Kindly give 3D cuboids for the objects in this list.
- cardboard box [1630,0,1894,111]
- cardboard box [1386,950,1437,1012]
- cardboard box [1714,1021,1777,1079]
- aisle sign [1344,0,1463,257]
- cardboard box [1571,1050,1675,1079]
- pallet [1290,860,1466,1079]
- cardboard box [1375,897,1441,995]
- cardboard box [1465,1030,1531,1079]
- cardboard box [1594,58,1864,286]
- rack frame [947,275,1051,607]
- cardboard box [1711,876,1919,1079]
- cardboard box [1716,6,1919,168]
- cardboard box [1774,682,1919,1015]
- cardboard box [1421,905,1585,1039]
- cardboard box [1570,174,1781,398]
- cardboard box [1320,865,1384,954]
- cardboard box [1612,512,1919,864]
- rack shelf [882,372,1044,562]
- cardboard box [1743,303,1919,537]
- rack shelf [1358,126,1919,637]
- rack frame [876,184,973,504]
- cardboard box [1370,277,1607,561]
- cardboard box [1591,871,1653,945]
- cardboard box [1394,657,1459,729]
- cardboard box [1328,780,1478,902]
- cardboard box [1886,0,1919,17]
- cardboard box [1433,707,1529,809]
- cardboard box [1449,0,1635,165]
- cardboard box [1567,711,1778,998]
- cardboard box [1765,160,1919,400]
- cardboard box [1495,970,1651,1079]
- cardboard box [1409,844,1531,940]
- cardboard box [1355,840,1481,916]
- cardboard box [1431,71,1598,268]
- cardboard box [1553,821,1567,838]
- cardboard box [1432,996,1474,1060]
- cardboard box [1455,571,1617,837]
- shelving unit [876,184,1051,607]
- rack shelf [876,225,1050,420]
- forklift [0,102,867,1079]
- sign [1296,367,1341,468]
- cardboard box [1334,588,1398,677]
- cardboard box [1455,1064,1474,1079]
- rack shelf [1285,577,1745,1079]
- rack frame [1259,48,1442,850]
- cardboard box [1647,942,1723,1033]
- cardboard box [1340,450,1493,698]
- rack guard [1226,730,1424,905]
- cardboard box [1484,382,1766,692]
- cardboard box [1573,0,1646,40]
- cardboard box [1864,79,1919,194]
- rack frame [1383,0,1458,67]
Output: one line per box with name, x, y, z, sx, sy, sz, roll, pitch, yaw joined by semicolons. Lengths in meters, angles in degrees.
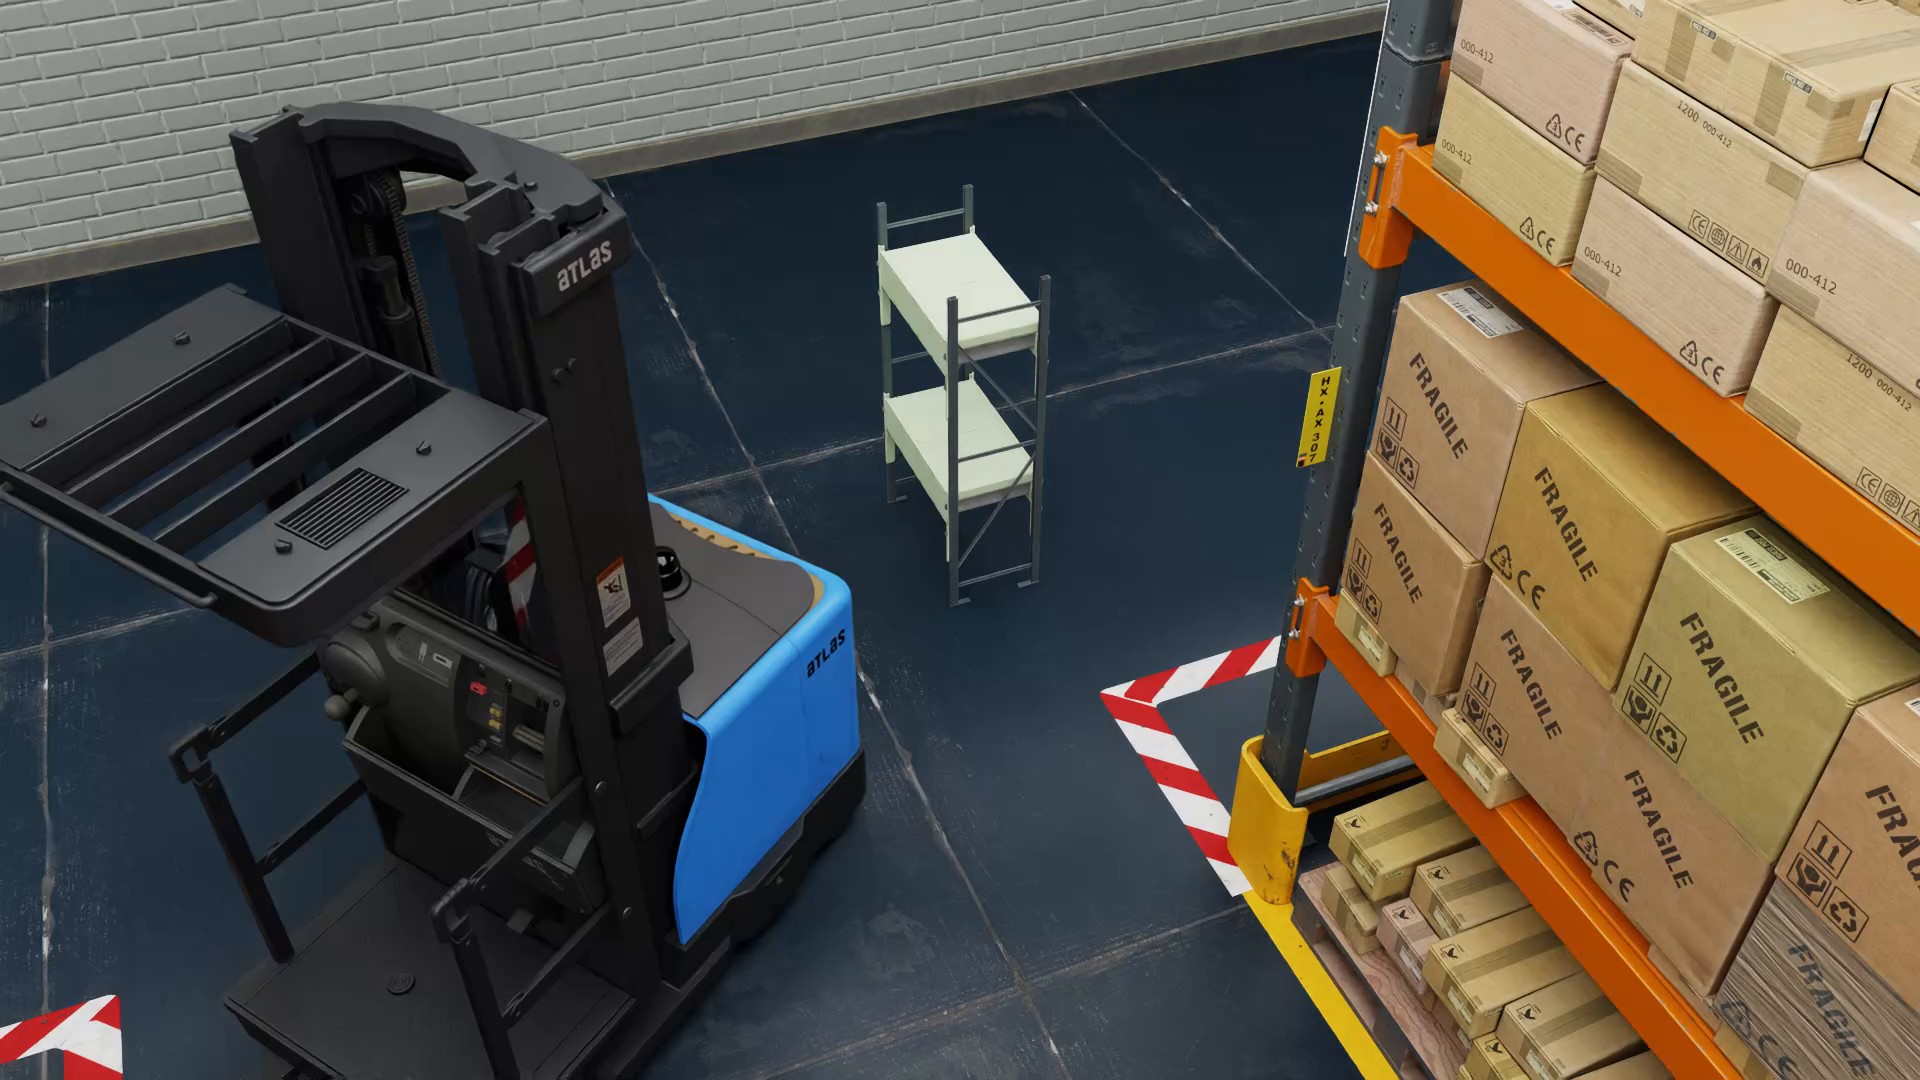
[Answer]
cardboard box;1.545;-0.980;3.214;0.380;0.149;0.250;-15;43;-17
cardboard box;1.595;1.304;5.297;0.380;0.149;0.250;-15;43;-17
cardboard box;1.979;1.149;3.806;0.380;0.149;0.250;-14;43;-15
aisle sign;1.209;-1.105;4.241;0.394;0.787;0.004;-15;43;-17
cardboard box;1.864;1.564;4.539;0.380;0.149;0.250;-14;43;-15
pallet;1.821;1.451;5.401;1.003;0.211;1.213;-15;43;-17
cardboard box;1.530;1.217;5.170;0.380;0.149;0.250;-15;43;-17
cardboard box;1.703;1.524;4.813;0.380;0.149;0.250;-14;43;-16
cardboard box;1.643;-0.777;3.284;0.500;0.250;0.500;-16;43;-17
rack frame;0.143;-0.344;6.500;0.400;1.500;0.023;-15;43;-17
cardboard box;2.035;0.958;3.531;0.500;0.500;0.500;-16;43;-18
cardboard box;1.637;-0.833;3.044;0.380;0.149;0.250;-15;43;-16
cardboard box;2.016;0.584;3.199;0.500;0.500;0.500;-16;43;-18
cardboard box;1.595;1.266;4.886;0.380;0.149;0.250;-15;43;-17
cardboard box;1.647;-0.578;3.436;0.500;0.250;0.500;-14;43;-15
cardboard box;1.419;1.167;5.457;0.380;0.149;0.250;-14;43;-16
cardboard box;1.818;0.278;3.555;0.500;0.500;0.500;-16;43;-18
rack shelf;0.003;-0.317;6.969;0.431;0.370;0.720;-15;43;-17
cardboard box;1.856;-0.271;3.079;0.500;0.250;0.500;-16;43;-18
rack shelf;2.279;0.190;2.980;1.077;0.370;4.000;-15;43;-17
rack frame;-0.137;-0.785;7.013;0.400;1.500;0.023;-15;43;-17
cardboard box;1.441;-0.344;4.277;0.500;0.500;0.500;-15;43;-17
cardboard box;1.831;0.832;4.175;0.380;0.149;0.250;-16;43;-17
cardboard box;1.471;0.365;4.718;0.380;0.149;0.250;-14;43;-15
cardboard box;1.401;0.946;5.257;0.380;0.149;0.250;-17;44;-19
cardboard box;2.016;-1.117;3.374;0.380;0.149;0.250;-16;43;-18
cardboard box;1.524;0.540;4.514;0.380;0.149;0.250;-16;43;-18
cardboard box;1.446;-1.085;3.642;0.500;0.250;0.500;-14;43;-16
cardboard box;1.835;0.653;3.886;0.500;0.500;0.500;-15;43;-16
cardboard box;1.825;-0.470;2.927;0.500;0.250;0.500;-15;43;-16
cardboard box;1.767;1.395;4.736;0.380;0.149;0.250;-17;44;-19
cardboard box;1.617;1.082;5.099;0.380;0.149;0.250;-14;43;-16
cardboard box;1.477;1.038;5.378;0.380;0.149;0.250;-13;42;-15
cardboard box;1.450;-0.897;3.807;0.500;0.250;0.500;-14;43;-15
cardboard box;1.750;0.662;4.372;0.380;0.149;0.250;-13;42;-15
cardboard box;1.696;1.452;5.126;0.380;0.149;0.250;-15;43;-16
cardboard box;1.659;0.354;4.233;0.500;0.500;0.500;-15;43;-17
shelving unit;0.003;-0.565;6.756;0.431;1.500;0.755;-15;43;-17
rack shelf;0.003;-0.861;6.502;0.431;0.370;0.720;-15;43;-17
forklift;-1.551;0.484;4.439;1.130;2.935;3.031;22;45;24
sign;1.013;-0.343;4.685;0.100;0.325;0.005;-15;43;-17
cardboard box;1.335;0.222;4.884;0.380;0.149;0.250;-15;43;-17
cardboard box;1.693;1.633;4.915;0.380;0.149;0.250;-15;43;-16
rack shelf;2.279;1.327;3.958;1.077;0.370;4.000;-15;43;-17
rack frame;1.514;-0.150;5.124;1.000;3.000;0.127;-15;43;-17
cardboard box;1.899;0.987;3.994;0.380;0.149;0.250;-16;43;-18
cardboard box;1.431;0.038;4.600;0.500;0.500;0.500;-13;42;-15
rack guard;1.543;0.843;5.886;1.175;0.500;0.348;-15;43;-17
cardboard box;1.640;-0.041;3.926;0.500;0.500;0.500;-14;43;-16
cardboard box;1.509;-1.162;3.426;0.380;0.149;0.250;-13;42;-15
cardboard box;1.834;-0.705;2.894;0.380;0.149;0.250;-14;43;-16
rack frame;1.514;-2.425;3.168;1.000;3.000;0.127;-15;43;-17
